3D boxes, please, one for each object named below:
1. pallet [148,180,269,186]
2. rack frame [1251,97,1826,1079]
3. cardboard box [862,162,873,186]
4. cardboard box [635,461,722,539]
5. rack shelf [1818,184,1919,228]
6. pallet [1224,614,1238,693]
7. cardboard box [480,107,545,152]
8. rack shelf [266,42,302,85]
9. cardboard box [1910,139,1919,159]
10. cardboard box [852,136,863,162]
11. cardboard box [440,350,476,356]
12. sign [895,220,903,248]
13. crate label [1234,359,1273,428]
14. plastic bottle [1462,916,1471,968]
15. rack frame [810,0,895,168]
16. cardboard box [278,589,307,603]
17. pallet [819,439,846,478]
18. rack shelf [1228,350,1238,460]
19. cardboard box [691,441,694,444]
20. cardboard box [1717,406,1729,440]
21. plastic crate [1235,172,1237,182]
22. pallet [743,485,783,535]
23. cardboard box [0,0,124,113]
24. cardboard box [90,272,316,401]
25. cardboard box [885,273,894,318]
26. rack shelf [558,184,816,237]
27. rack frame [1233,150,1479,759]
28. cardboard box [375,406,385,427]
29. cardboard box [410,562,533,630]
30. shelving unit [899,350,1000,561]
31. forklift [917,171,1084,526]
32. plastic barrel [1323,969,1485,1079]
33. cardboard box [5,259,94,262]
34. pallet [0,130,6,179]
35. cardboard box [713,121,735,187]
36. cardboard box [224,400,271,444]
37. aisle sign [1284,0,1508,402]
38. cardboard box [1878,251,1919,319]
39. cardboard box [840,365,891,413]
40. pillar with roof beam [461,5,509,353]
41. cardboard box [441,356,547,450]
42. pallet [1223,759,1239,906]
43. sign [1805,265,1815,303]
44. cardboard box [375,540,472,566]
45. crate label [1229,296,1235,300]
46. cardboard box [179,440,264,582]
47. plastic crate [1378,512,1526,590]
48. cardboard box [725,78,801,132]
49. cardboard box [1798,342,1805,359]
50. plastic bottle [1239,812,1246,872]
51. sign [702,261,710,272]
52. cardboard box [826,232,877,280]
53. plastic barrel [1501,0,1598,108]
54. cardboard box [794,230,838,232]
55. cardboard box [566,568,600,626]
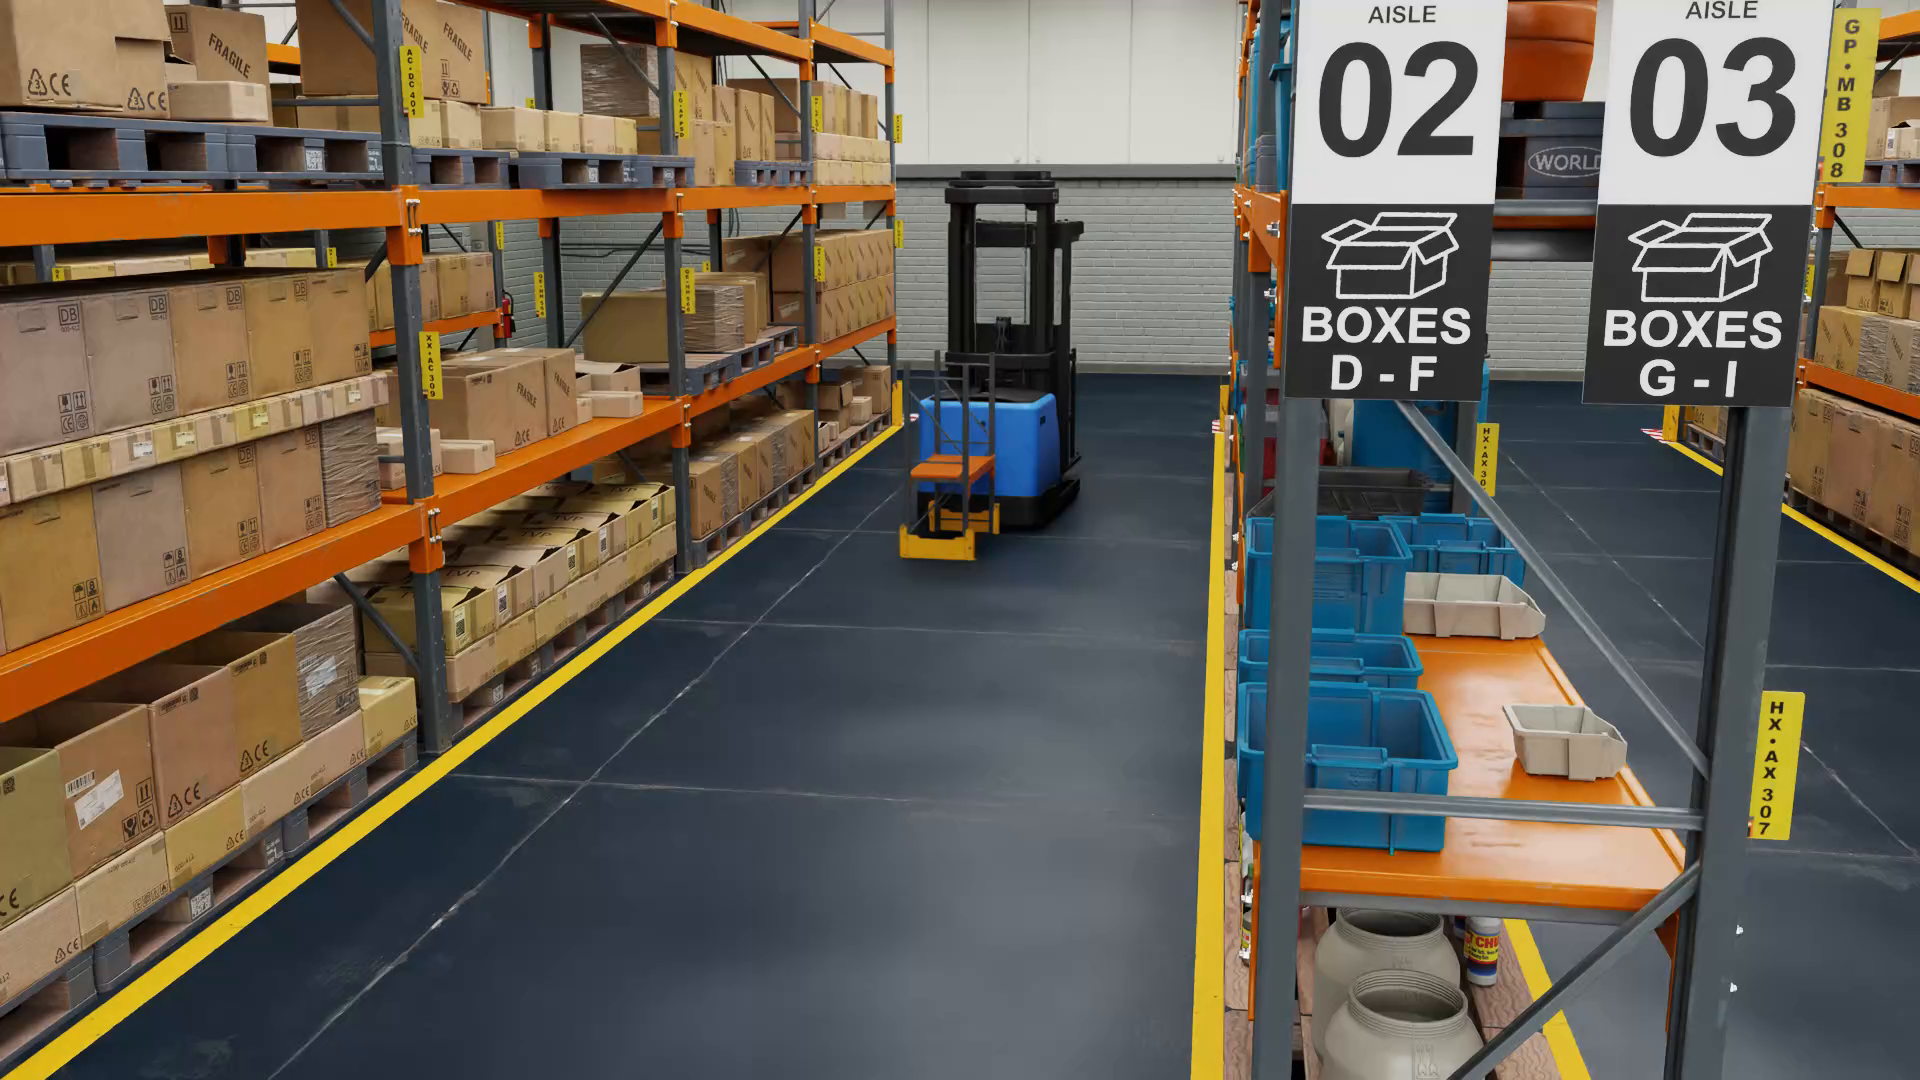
[{"bbox_3d":[-6.868,-3.406,15.514,0.805,0.209,1.217,1,12,6],"label":"pallet"},{"bbox_3d":[1.168,0.593,3.622,1.000,3.000,0.127,2,12,9],"label":"rack frame"},{"bbox_3d":[-1.235,-3.968,18.023,0.500,0.250,0.500,2,12,9],"label":"cardboard box"},{"bbox_3d":[-2.143,-0.312,12.712,0.500,0.500,0.500,2,12,11],"label":"cardboard box"},{"bbox_3d":[7.600,-2.443,12.297,1.077,0.370,4.000,2,12,9],"label":"rack shelf"},{"bbox_3d":[2.051,0.704,9.726,1.003,0.211,1.213,2,12,9],"label":"pallet"},{"bbox_3d":[-2.756,-2.395,9.728,0.500,0.250,0.500,1,12,4],"label":"cardboard box"},{"bbox_3d":[-7.083,-4.195,14.257,1.077,0.370,4.000,2,12,9],"label":"rack shelf"},{"bbox_3d":[7.530,-2.988,12.719,0.380,0.149,0.250,1,12,6],"label":"cardboard box"},{"bbox_3d":[-1.320,-4.109,17.489,0.500,0.250,0.500,2,12,9],"label":"cardboard box"},{"bbox_3d":[-6.009,-2.178,19.875,0.380,0.149,0.250,2,12,8],"label":"cardboard box"},{"bbox_3d":[-0.720,-3.597,19.567,0.100,0.325,0.005,2,12,9],"label":"sign"},{"bbox_3d":[1.978,-0.892,10.427,0.502,0.435,0.616,2,12,9],"label":"crate label"},{"bbox_3d":[1.771,1.357,5.675,0.097,0.201,0.097,0,12,0],"label":"plastic bottle"},{"bbox_3d":[-1.265,-5.832,19.194,1.000,3.000,0.127,2,12,9],"label":"rack frame"},{"bbox_3d":[-3.491,0.458,8.000,0.500,0.500,0.500,2,12,9],"label":"cardboard box"},{"bbox_3d":[-1.774,-0.846,16.919,1.003,0.211,1.213,2,12,9],"label":"pallet"},{"bbox_3d":[2.706,-1.137,13.357,1.077,0.370,4.000,2,12,9],"label":"rack shelf"},{"bbox_3d":[-2.504,-0.537,13.754,0.500,0.500,0.500,1,12,7],"label":"cardboard box"},{"bbox_3d":[8.364,-1.419,17.003,0.875,0.875,0.875,2,12,9],"label":"cardboard box"},{"bbox_3d":[2.833,-3.520,16.211,0.293,0.136,0.466,2,12,9],"label":"plastic crate"},{"bbox_3d":[-2.153,-0.278,14.282,1.003,0.211,1.213,2,12,9],"label":"pallet"},{"bbox_3d":[-3.200,-1.694,5.548,0.500,0.500,0.500,2,12,9],"label":"cardboard box"},{"bbox_3d":[-3.249,-0.886,7.169,0.700,0.500,0.500,2,12,9],"label":"cardboard box"},{"bbox_3d":[-1.065,-2.846,19.341,0.500,0.500,0.500,2,12,10],"label":"cardboard box"},{"bbox_3d":[-2.188,-2.765,13.790,1.077,0.370,4.000,2,12,9],"label":"rack shelf"},{"bbox_3d":[1.783,-0.240,7.486,1.000,3.000,0.127,2,12,9],"label":"rack frame"},{"bbox_3d":[-6.559,-1.362,17.629,0.700,0.500,0.500,2,12,9],"label":"cardboard box"},{"bbox_3d":[-2.719,0.282,9.265,0.500,0.311,0.500,2,12,8],"label":"cardboard box"},{"bbox_3d":[-0.069,-0.693,13.151,0.587,1.500,1.083,3,12,12],"label":"shelving unit"},{"bbox_3d":[0.490,-1.812,14.944,1.130,2.935,3.031,3,13,13],"label":"forklift"},{"bbox_3d":[1.194,1.464,4.487,0.421,0.512,0.421,0,12,0],"label":"plastic barrel"},{"bbox_3d":[-7.494,-2.175,13.693,0.500,0.250,0.500,1,12,7],"label":"cardboard box"},{"bbox_3d":[-3.591,-1.138,4.743,1.003,0.211,1.213,2,12,9],"label":"pallet"},{"bbox_3d":[-2.303,-3.055,13.193,0.910,0.500,0.500,2,12,9],"label":"cardboard box"},{"bbox_3d":[-3.099,-0.492,6.878,0.380,0.149,0.250,2,12,8],"label":"cardboard box"},{"bbox_3d":[0.864,-0.673,3.324,0.394,0.787,0.004,2,12,9],"label":"aisle sign"},{"bbox_3d":[7.701,-2.008,13.073,0.797,0.503,0.637,2,12,9],"label":"cardboard box"},{"bbox_3d":[-1.105,-1.771,19.480,0.500,0.500,0.500,2,12,9],"label":"cardboard box"},{"bbox_3d":[-2.346,-6.442,22.026,9.100,9.000,0.400,2,12,9],"label":"pillar with roof beam"},{"bbox_3d":[-2.818,-0.823,9.956,0.500,0.500,0.500,2,12,9],"label":"cardboard box"},{"bbox_3d":[1.639,1.262,7.137,1.003,0.211,1.213,2,12,9],"label":"pallet"},{"bbox_3d":[7.359,-2.224,14.451,0.100,0.325,0.005,2,12,9],"label":"sign"},{"bbox_3d":[-3.179,0.158,9.840,0.500,0.311,0.500,2,12,8],"label":"cardboard box"},{"bbox_3d":[3.266,-2.645,18.900,0.416,0.233,0.303,2,12,9],"label":"crate label"},{"bbox_3d":[-3.328,-0.143,6.800,0.700,0.500,0.500,2,12,9],"label":"cardboard box"},{"bbox_3d":[1.881,0.072,6.392,0.499,0.251,0.616,2,12,9],"label":"plastic crate"},{"bbox_3d":[-1.843,-4.173,16.005,0.700,0.500,0.500,2,12,9],"label":"cardboard box"},{"bbox_3d":[7.631,-1.696,14.839,0.380,0.149,0.250,2,12,9],"label":"cardboard box"},{"bbox_3d":[1.155,1.122,6.409,0.144,0.351,0.185,2,12,8],"label":"plastic bottle"},{"bbox_3d":[-2.418,-2.506,15.945,0.100,0.325,0.005,2,12,9],"label":"sign"},{"bbox_3d":[-1.214,-3.122,18.249,0.500,0.500,0.500,2,12,10],"label":"cardboard box"},{"bbox_3d":[1.117,-1.394,3.705,0.600,0.830,0.708,2,12,9],"label":"plastic barrel"},{"bbox_3d":[-1.667,-3.244,18.815,0.500,0.500,0.500,2,12,9],"label":"cardboard box"},{"bbox_3d":[-2.568,0.342,10.318,0.500,0.250,0.500,2,12,10],"label":"cardboard box"}]
